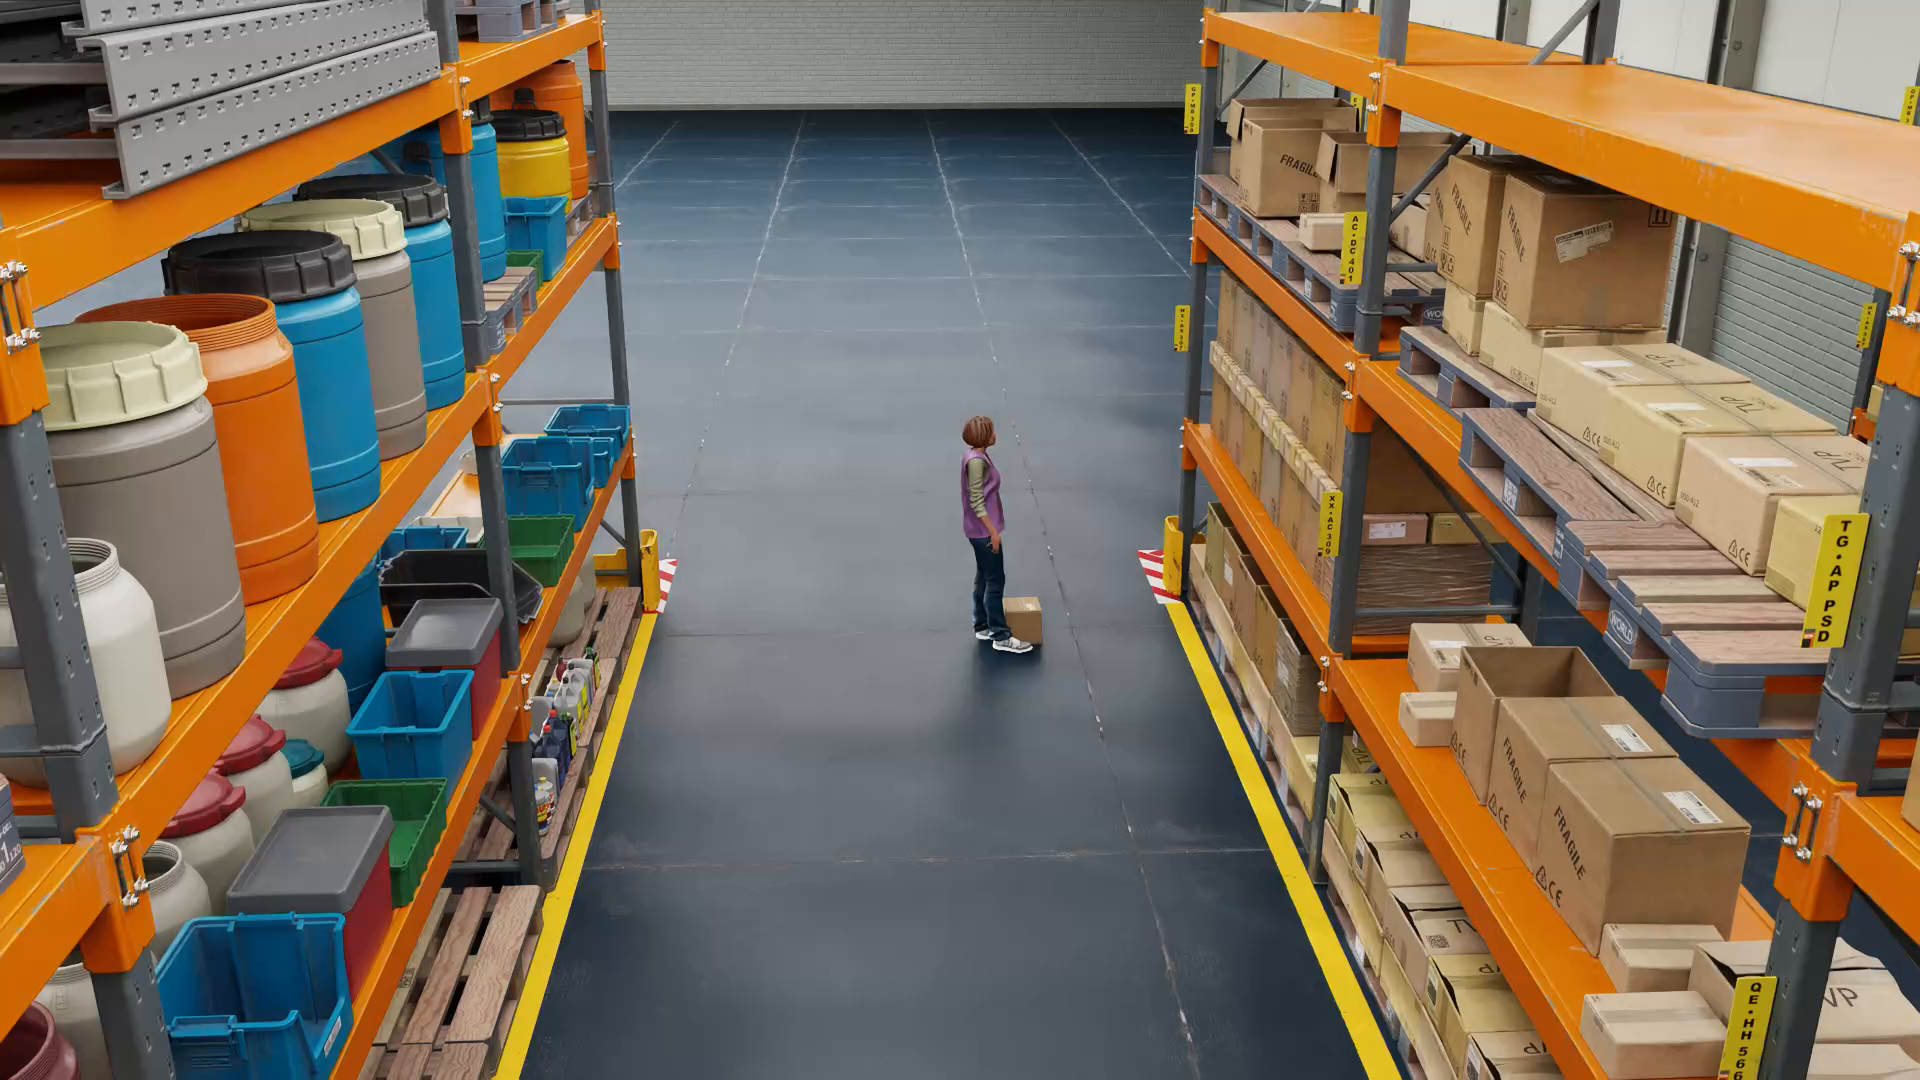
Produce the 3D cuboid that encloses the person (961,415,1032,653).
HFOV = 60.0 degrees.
[{"bbox_3d":[0.244,-0.053,11.233,0.475,1.578,0.520,-1,21,-3],"label":"person"}]
